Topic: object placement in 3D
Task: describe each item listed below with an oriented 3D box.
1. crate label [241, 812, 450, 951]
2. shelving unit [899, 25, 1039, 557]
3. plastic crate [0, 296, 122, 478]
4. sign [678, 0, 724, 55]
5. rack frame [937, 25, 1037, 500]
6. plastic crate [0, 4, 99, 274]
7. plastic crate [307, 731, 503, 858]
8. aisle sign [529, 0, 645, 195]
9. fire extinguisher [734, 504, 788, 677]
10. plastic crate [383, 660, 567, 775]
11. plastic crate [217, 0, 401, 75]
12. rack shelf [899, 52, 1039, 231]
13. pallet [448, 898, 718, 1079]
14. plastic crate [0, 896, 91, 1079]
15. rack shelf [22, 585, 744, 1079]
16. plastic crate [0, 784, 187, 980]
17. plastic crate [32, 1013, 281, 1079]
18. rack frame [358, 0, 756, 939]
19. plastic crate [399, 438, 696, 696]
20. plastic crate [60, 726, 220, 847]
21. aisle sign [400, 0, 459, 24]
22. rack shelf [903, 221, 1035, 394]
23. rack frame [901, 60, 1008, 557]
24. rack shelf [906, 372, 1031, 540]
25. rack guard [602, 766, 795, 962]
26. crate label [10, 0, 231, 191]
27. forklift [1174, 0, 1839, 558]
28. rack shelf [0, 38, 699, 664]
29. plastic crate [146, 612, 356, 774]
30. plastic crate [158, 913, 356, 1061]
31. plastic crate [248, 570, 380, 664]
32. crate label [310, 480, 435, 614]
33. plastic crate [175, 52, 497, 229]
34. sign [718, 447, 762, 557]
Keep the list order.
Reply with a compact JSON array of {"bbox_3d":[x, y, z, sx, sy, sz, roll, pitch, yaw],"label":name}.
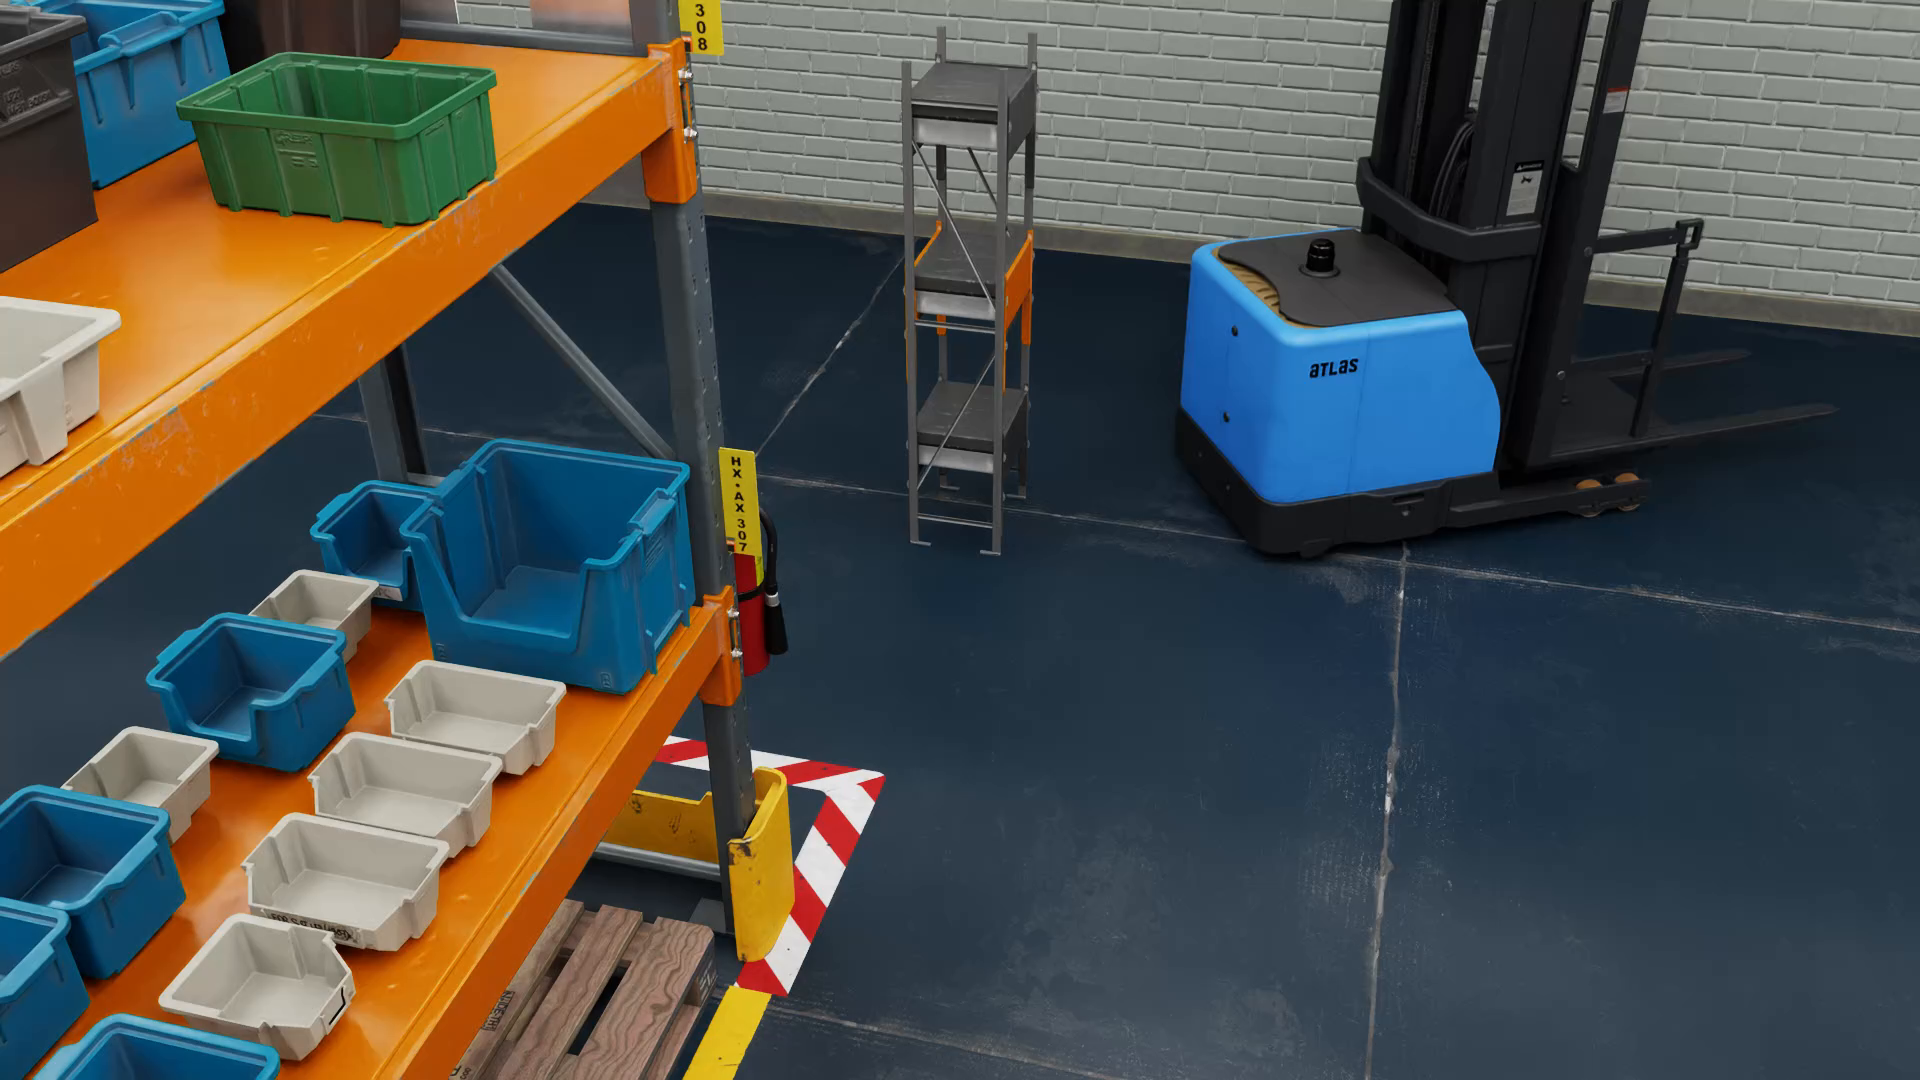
[{"bbox_3d":[-1.291,0.733,3.491,0.396,0.136,0.243,8,33,12],"label":"crate label"},{"bbox_3d":[0.042,-0.972,6.822,0.431,2.100,0.503,8,33,12],"label":"shelving unit"},{"bbox_3d":[-1.409,-0.146,2.133,0.437,0.136,0.530,8,33,12],"label":"plastic crate"},{"bbox_3d":[-0.588,-1.252,3.726,0.100,0.325,0.005,8,33,12],"label":"sign"},{"bbox_3d":[0.104,-1.099,7.021,0.400,2.100,0.015,8,33,12],"label":"rack frame"},{"bbox_3d":[-1.778,-0.582,2.631,0.504,0.338,0.767,8,33,12],"label":"plastic crate"},{"bbox_3d":[-1.244,0.585,3.724,0.396,0.136,0.243,8,33,12],"label":"plastic crate"},{"bbox_3d":[-0.823,-1.192,3.906,0.394,0.787,0.004,8,33,12],"label":"aisle sign"},{"bbox_3d":[-0.647,0.076,4.754,0.296,0.674,0.183,8,33,12],"label":"fire extinguisher"},{"bbox_3d":[-1.157,0.437,3.957,0.396,0.136,0.243,8,33,12],"label":"plastic crate"},{"bbox_3d":[-1.492,-1.146,3.583,0.497,0.269,0.590,8,33,12],"label":"plastic crate"},{"bbox_3d":[0.042,-1.551,6.454,0.431,0.518,0.480,8,33,12],"label":"rack shelf"},{"bbox_3d":[-1.372,1.502,4.690,1.003,0.211,1.213,8,33,12],"label":"pallet"},{"bbox_3d":[-1.916,0.870,3.185,0.416,0.233,0.300,8,33,12],"label":"plastic crate"},{"bbox_3d":[-1.632,1.244,3.167,1.077,0.370,4.000,8,33,12],"label":"rack shelf"},{"bbox_3d":[-1.840,0.715,3.430,0.416,0.233,0.300,8,33,12],"label":"plastic crate"},{"bbox_3d":[-1.398,1.049,2.905,0.416,0.233,0.300,8,33,12],"label":"plastic crate"},{"bbox_3d":[-1.125,-0.097,4.607,1.000,3.000,0.127,8,33,12],"label":"rack frame"},{"bbox_3d":[-1.029,0.062,4.268,0.616,0.435,0.499,8,33,12],"label":"plastic crate"},{"bbox_3d":[-1.839,0.579,3.733,0.250,0.136,0.298,8,33,12],"label":"plastic crate"},{"bbox_3d":[-1.394,-1.272,4.032,0.394,0.787,0.004,8,33,12],"label":"aisle sign"},{"bbox_3d":[0.042,-0.961,6.829,0.431,0.518,0.480,8,33,12],"label":"rack shelf"},{"bbox_3d":[-0.020,-0.845,6.623,0.400,2.100,0.015,8,33,12],"label":"rack frame"},{"bbox_3d":[0.042,-0.370,7.205,0.431,0.518,0.480,8,33,12],"label":"rack shelf"},{"bbox_3d":[-1.131,0.943,5.300,1.175,0.500,0.348,8,33,12],"label":"rack guard"},{"bbox_3d":[-1.671,-0.866,3.158,0.408,0.251,0.502,8,33,12],"label":"crate label"},{"bbox_3d":[2.576,-1.601,7.037,3.031,2.935,1.130,-9,34,-14],"label":"forklift"},{"bbox_3d":[-1.632,-0.022,2.363,1.077,0.370,4.000,8,33,12],"label":"rack shelf"},{"bbox_3d":[-1.673,0.373,3.967,0.416,0.233,0.300,8,33,12],"label":"plastic crate"},{"bbox_3d":[-1.348,0.889,3.246,0.298,0.136,0.250,8,33,12],"label":"plastic crate"},{"bbox_3d":[-1.667,0.227,4.287,0.250,0.136,0.298,8,33,12],"label":"plastic crate"},{"bbox_3d":[-1.506,0.031,4.505,0.416,0.233,0.303,8,33,12],"label":"crate label"},{"bbox_3d":[-1.099,-0.723,2.993,0.450,0.188,0.336,8,33,12],"label":"plastic crate"},{"bbox_3d":[-0.588,-0.100,4.459,0.100,0.325,0.005,8,33,12],"label":"sign"}]
